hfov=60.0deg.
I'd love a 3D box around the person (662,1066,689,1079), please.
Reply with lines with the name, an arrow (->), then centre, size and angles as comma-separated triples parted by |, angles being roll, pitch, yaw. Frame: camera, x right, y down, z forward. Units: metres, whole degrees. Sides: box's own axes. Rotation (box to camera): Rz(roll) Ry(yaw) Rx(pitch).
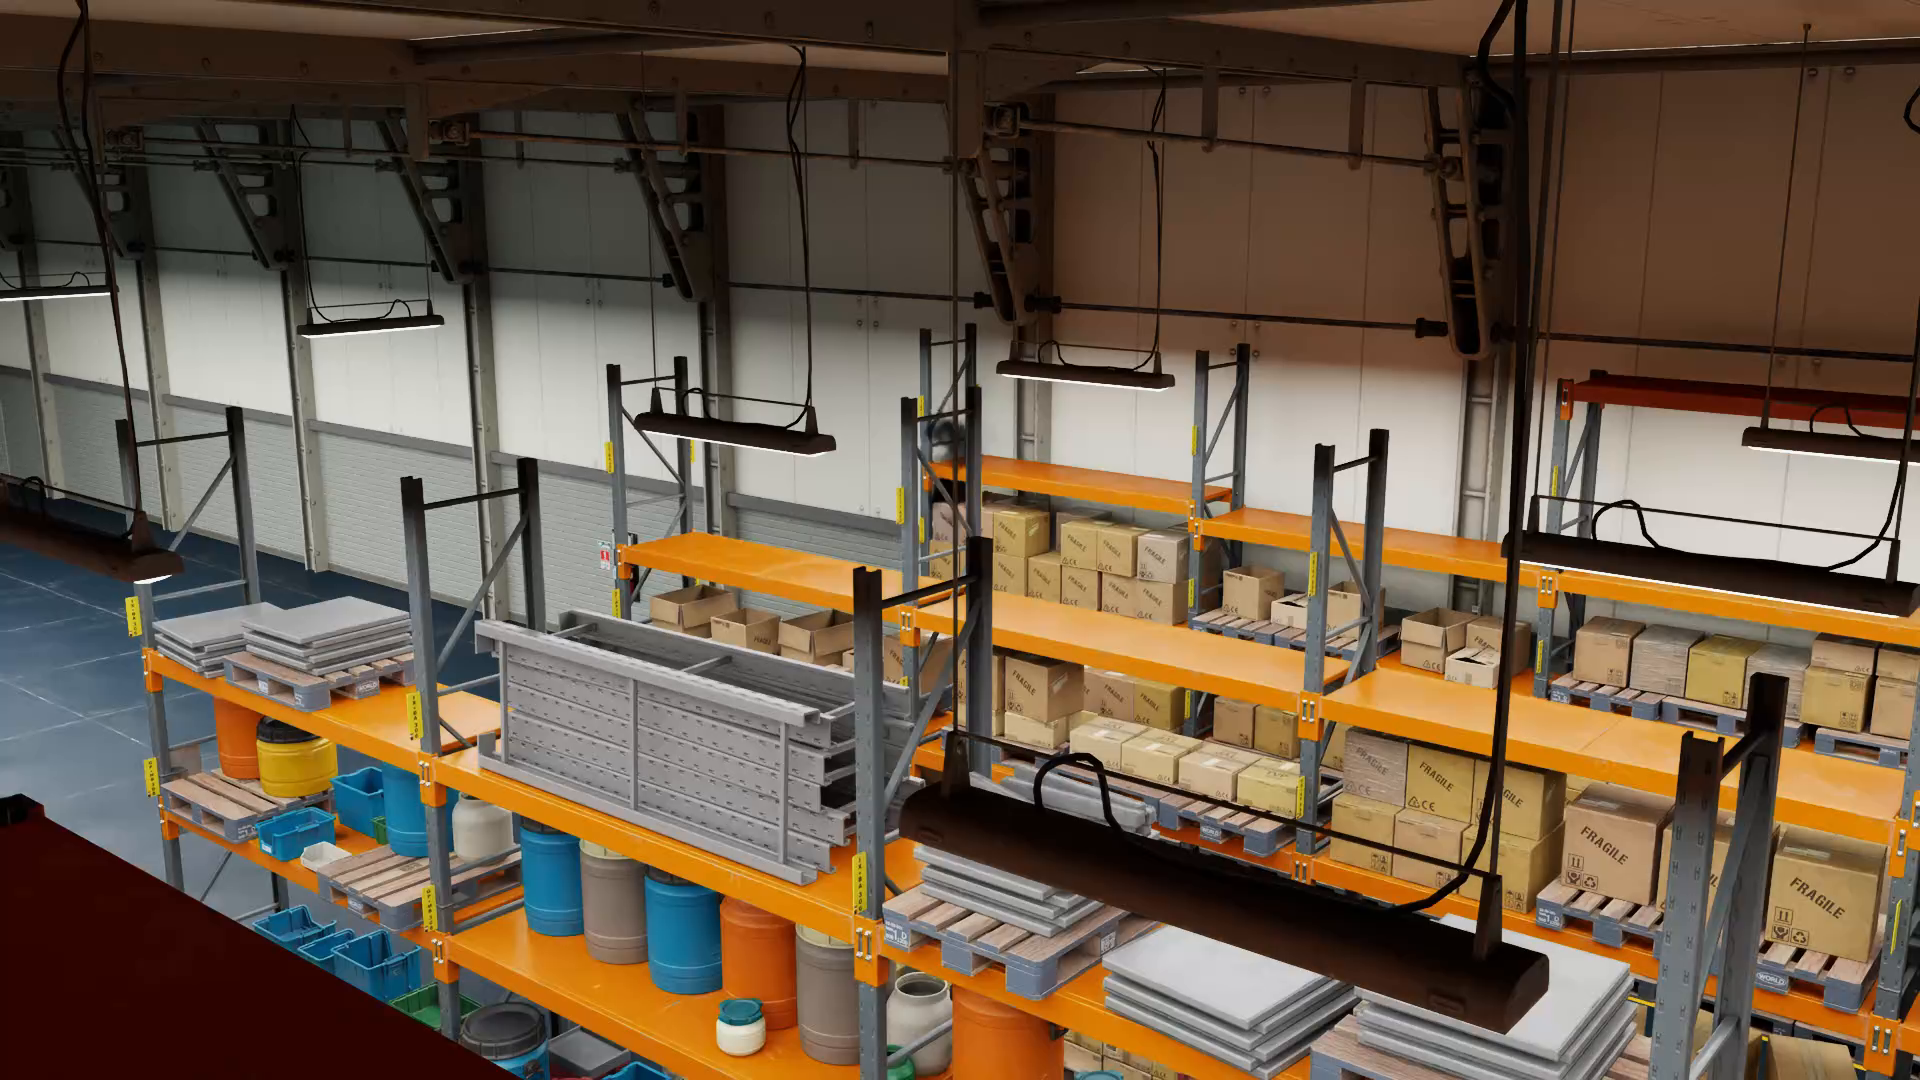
person -> -2.415, 4.123, 14.106 | 0.816, 1.699, 0.591 | 8, 15, 30
